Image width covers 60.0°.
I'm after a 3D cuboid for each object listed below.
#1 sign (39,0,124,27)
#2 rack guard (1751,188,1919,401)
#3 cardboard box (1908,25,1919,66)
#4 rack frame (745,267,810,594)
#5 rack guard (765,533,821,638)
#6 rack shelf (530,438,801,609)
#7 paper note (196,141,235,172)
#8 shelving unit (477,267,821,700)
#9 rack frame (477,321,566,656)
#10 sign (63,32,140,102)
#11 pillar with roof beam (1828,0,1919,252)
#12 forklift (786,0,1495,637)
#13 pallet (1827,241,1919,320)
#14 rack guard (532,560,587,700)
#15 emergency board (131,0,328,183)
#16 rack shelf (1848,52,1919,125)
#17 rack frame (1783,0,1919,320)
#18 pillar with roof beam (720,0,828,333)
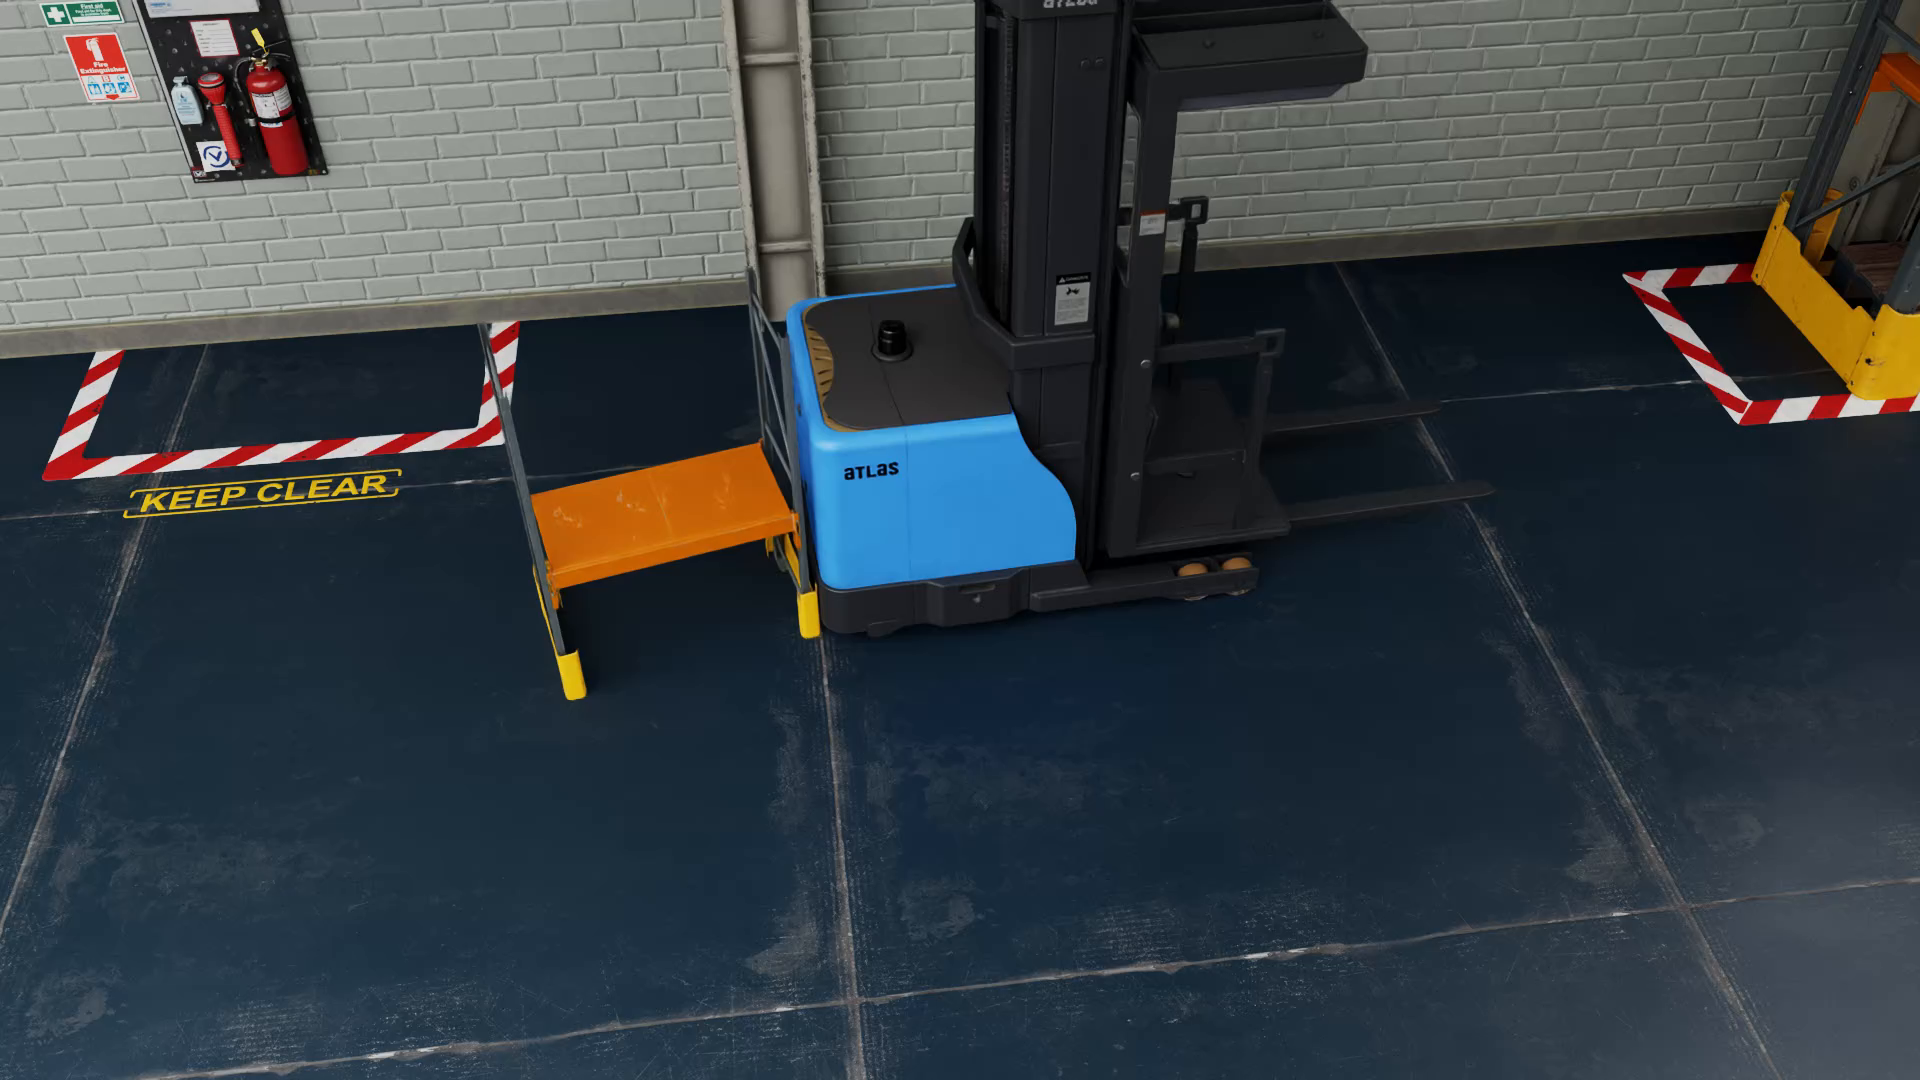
[{"bbox_3d":[-3.910,-2.346,7.404,0.331,0.109,0.001,-5,42,-6],"label":"sign"},{"bbox_3d":[4.544,-1.274,8.505,0.348,0.500,1.175,-5,42,-6],"label":"rack guard"},{"bbox_3d":[4.907,-2.317,7.891,0.500,0.250,0.500,-4,42,-5],"label":"cardboard box"},{"bbox_3d":[-0.723,-0.333,6.714,0.032,1.500,0.500,-14,44,-15],"label":"rack frame"},{"bbox_3d":[-0.724,0.132,7.133,0.087,0.250,0.587,-14,44,-15],"label":"rack guard"},{"bbox_3d":[-1.198,-0.078,6.701,1.000,0.185,0.538,-14,44,-15],"label":"rack shelf"},{"bbox_3d":[-3.538,-1.824,7.906,0.142,0.148,0.016,-5,42,-6],"label":"paper note"},{"bbox_3d":[-1.190,-0.214,6.583,1.083,1.500,0.587,-14,44,-15],"label":"shelving unit"},{"bbox_3d":[-1.674,-0.091,6.446,0.032,1.500,0.500,-14,44,-15],"label":"rack frame"},{"bbox_3d":[-3.915,-2.155,7.588,0.234,0.329,0.001,-5,42,-6],"label":"sign"},{"bbox_3d":[5.609,-2.200,3.185,0.400,9.000,9.100,-5,42,-6],"label":"pillar with roof beam"},{"bbox_3d":[0.826,-1.168,6.571,3.031,2.935,1.130,-7,43,-8],"label":"forklift"},{"bbox_3d":[5.355,-1.214,8.654,1.213,0.211,1.003,-5,42,-6],"label":"pallet"},{"bbox_3d":[-1.655,0.368,6.870,0.087,0.250,0.587,-14,44,-15],"label":"rack guard"},{"bbox_3d":[-3.354,-2.121,7.577,0.643,1.169,0.194,-5,42,-6],"label":"emergency board"},{"bbox_3d":[6.452,-2.102,8.094,4.000,0.370,1.077,-5,42,-6],"label":"rack shelf"},{"bbox_3d":[4.469,-2.196,7.660,0.127,3.000,1.000,-5,42,-6],"label":"rack frame"},{"bbox_3d":[-0.340,-1.679,2.608,0.400,9.000,9.100,-5,42,-6],"label":"pillar with roof beam"}]
